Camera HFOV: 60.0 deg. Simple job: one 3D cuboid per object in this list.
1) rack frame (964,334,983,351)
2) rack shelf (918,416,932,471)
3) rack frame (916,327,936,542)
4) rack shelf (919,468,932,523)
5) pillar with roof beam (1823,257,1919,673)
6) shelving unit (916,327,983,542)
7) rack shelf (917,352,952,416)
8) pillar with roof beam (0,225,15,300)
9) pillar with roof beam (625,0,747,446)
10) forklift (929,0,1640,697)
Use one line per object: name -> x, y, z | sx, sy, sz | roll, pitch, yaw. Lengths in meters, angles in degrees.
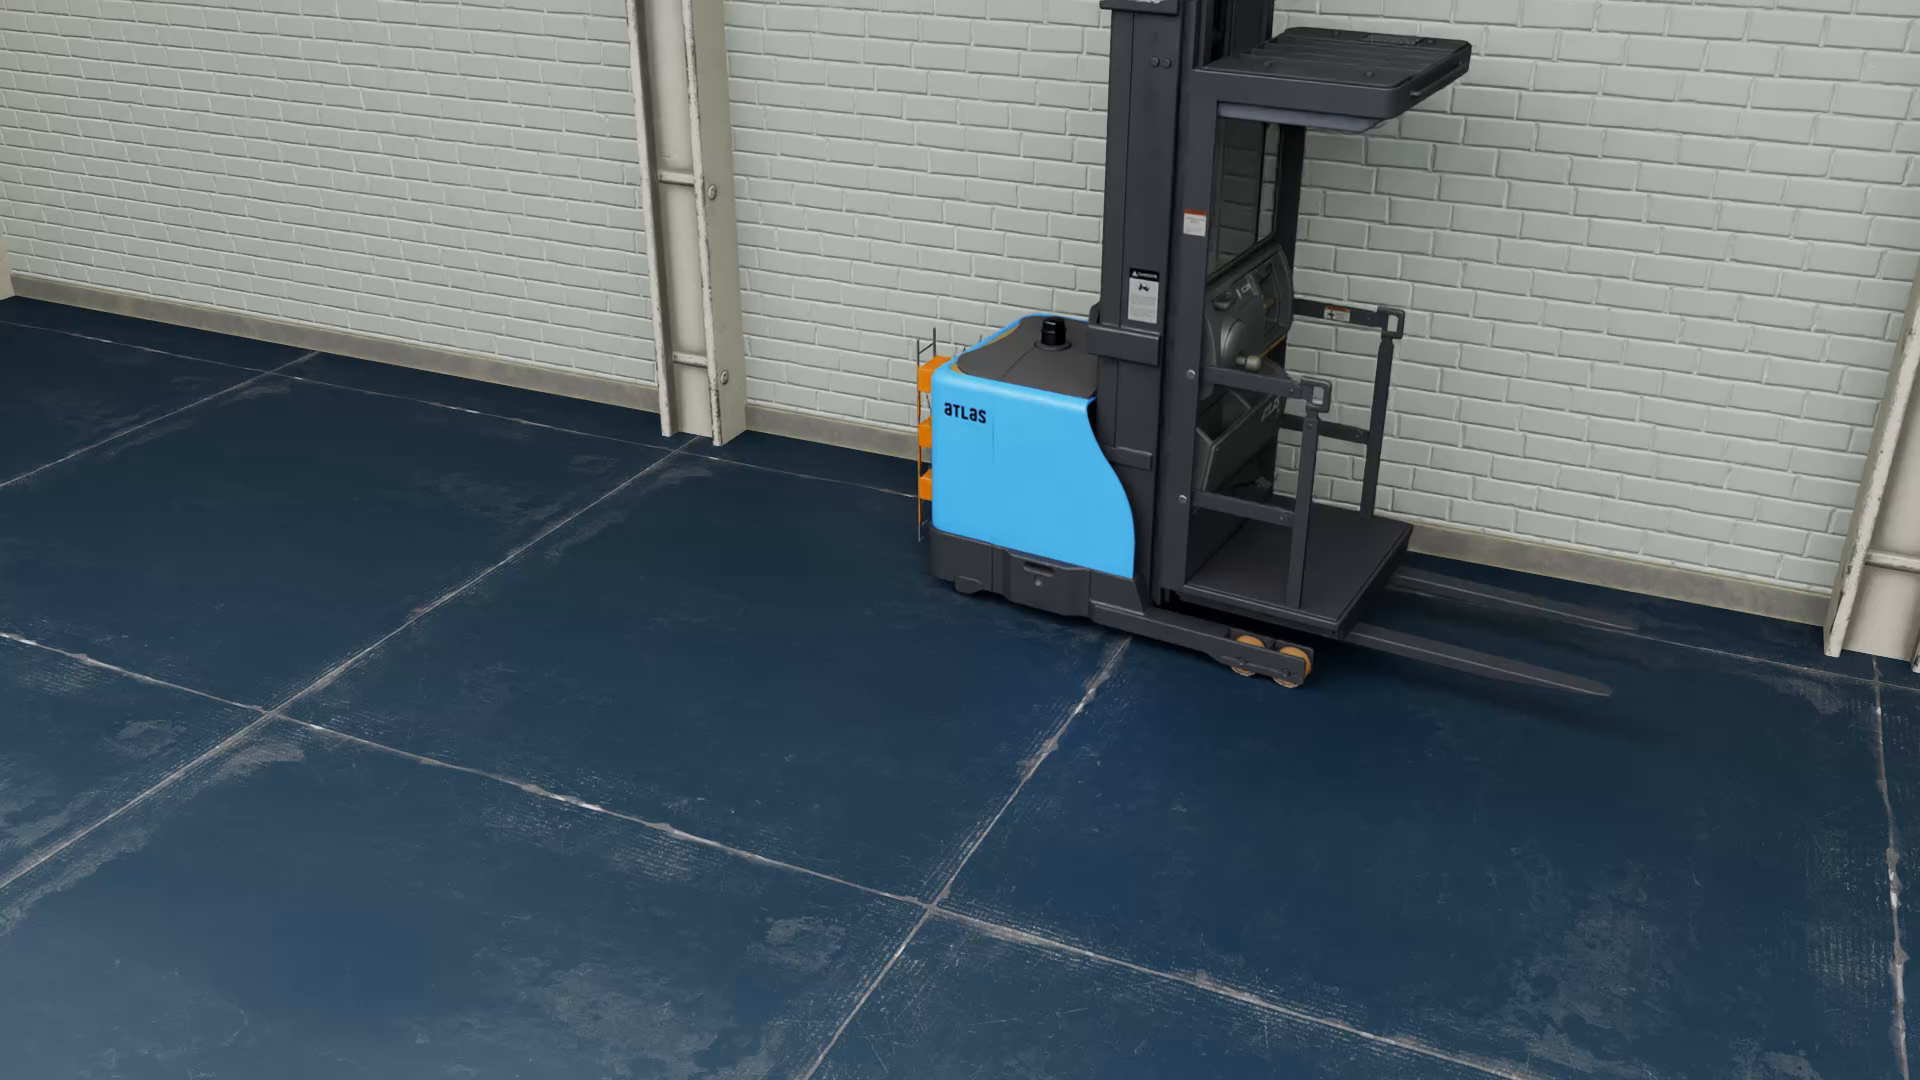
rack frame -> 0.062, -0.458, 7.993 | 0.008, 1.050, 0.200 | 11, 28, 22
rack shelf -> -0.049, -0.471, 8.043 | 0.240, 0.259, 0.215 | 11, 28, 22
rack frame -> -0.160, -0.503, 8.083 | 0.008, 1.050, 0.200 | 11, 28, 22
rack shelf -> -0.049, -0.222, 8.165 | 0.240, 0.259, 0.215 | 11, 28, 22
pillar with roof beam -> 2.224, -1.833, 1.784 | 0.400, 9.000, 9.100 | 11, 28, 22
shelving unit -> -0.049, -0.481, 8.038 | 0.252, 1.050, 0.215 | 11, 28, 22
rack shelf -> -0.049, -0.726, 7.917 | 0.240, 0.259, 0.215 | 11, 28, 22
pillar with roof beam -> -8.700, -4.027, 6.241 | 0.400, 9.000, 9.100 | 11, 28, 22
pillar with roof beam -> -3.238, -2.930, 4.013 | 0.400, 9.000, 9.100 | 11, 28, 22
forklift -> 1.392, -0.964, 6.889 | 3.031, 2.935, 1.130 | 14, 30, 26
